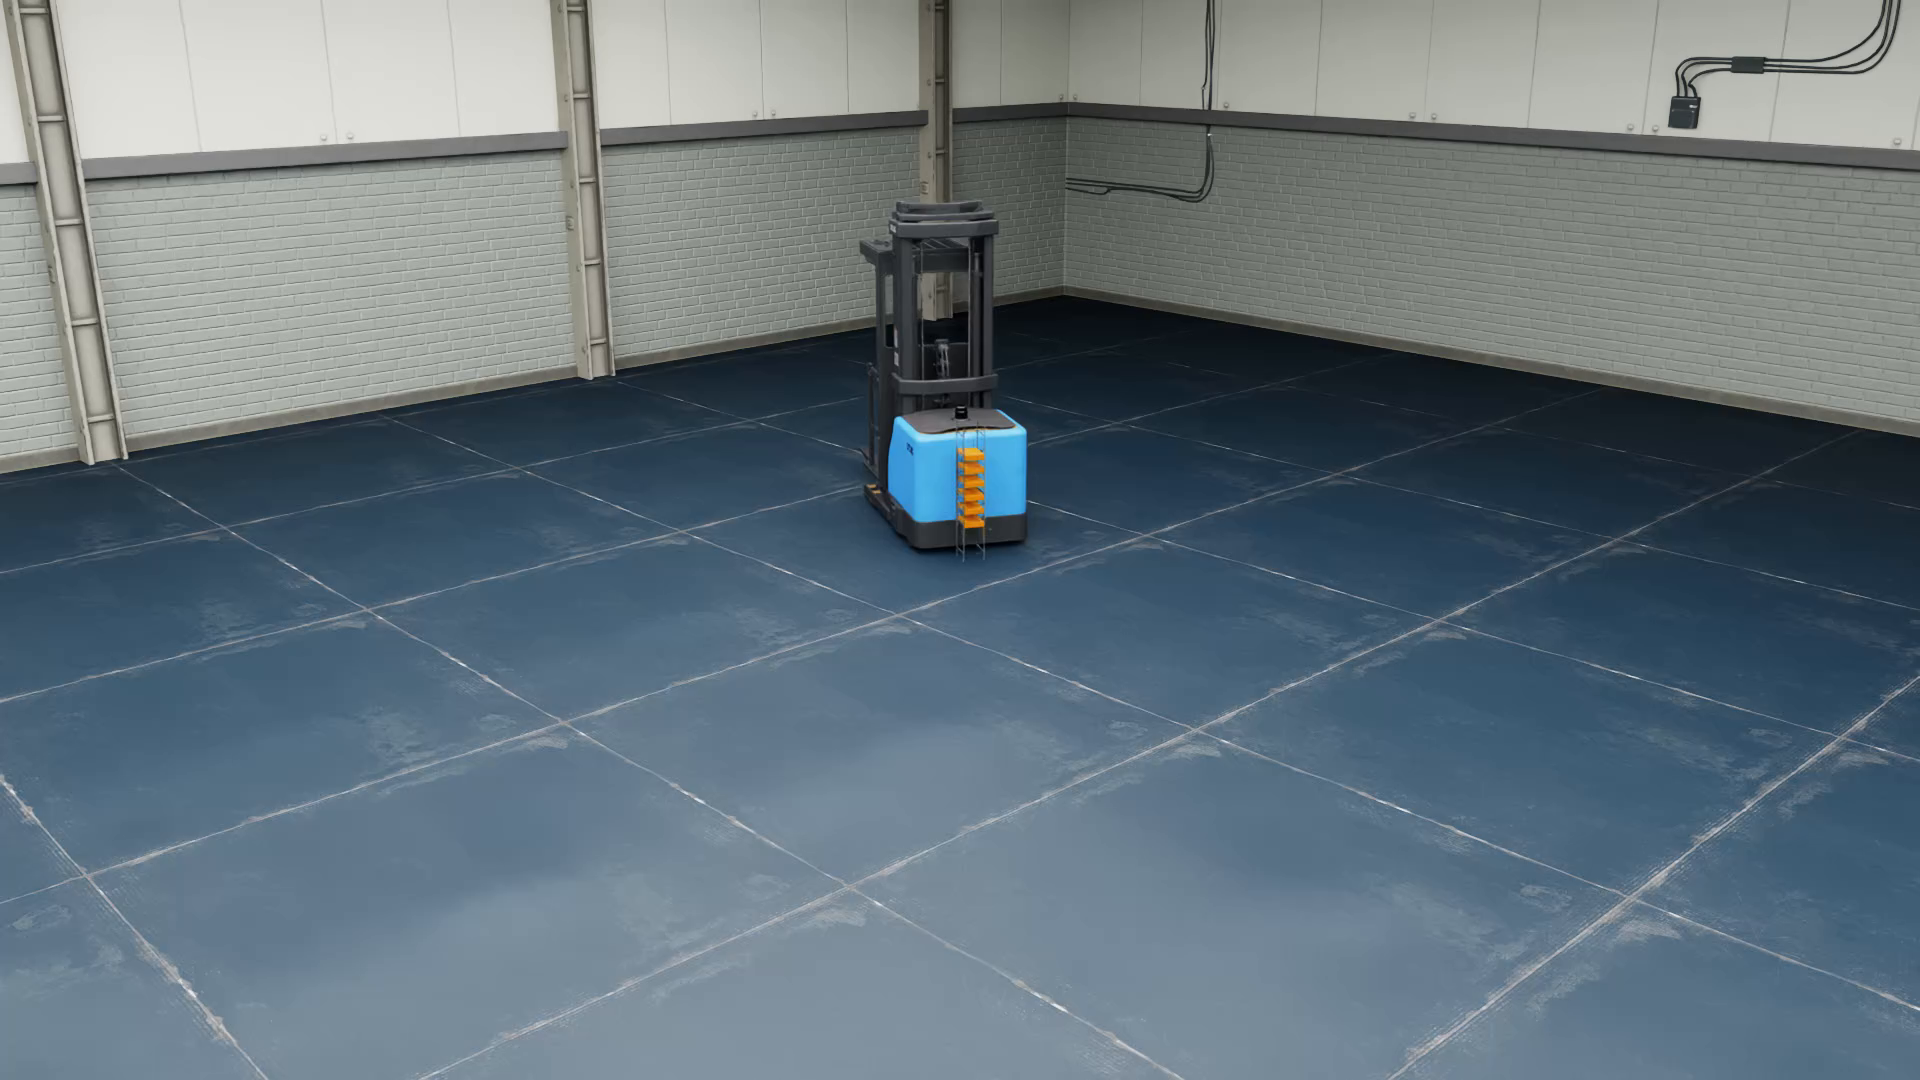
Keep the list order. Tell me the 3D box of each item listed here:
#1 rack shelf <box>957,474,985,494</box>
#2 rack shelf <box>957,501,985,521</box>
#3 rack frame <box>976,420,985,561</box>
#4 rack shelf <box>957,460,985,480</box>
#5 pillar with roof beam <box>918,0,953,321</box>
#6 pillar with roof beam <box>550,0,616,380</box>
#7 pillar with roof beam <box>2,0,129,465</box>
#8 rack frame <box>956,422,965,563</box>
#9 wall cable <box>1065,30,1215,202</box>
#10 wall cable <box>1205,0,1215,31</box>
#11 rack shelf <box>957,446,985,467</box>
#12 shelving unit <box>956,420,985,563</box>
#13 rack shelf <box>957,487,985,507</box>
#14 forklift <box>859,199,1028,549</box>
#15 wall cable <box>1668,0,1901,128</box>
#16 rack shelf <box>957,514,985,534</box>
[{"bbox_3d":[0.091,-0.485,14.290,0.180,0.103,0.258,-5,19,-15],"label":"rack shelf"},{"bbox_3d":[0.091,-0.257,14.364,0.180,0.103,0.258,-5,19,-15],"label":"rack shelf"},{"bbox_3d":[0.179,-0.421,14.338,0.006,1.200,0.240,-5,19,-15],"label":"rack frame"},{"bbox_3d":[0.091,-0.599,14.253,0.180,0.103,0.258,-5,19,-15],"label":"rack shelf"},{"bbox_3d":[2.602,-6.718,21.114,0.400,9.000,9.100,-16,24,-41],"label":"pillar with roof beam"},{"bbox_3d":[-1.758,-5.447,17.193,0.400,9.000,9.100,-16,24,-41],"label":"pillar with roof beam"},{"bbox_3d":[-6.117,-4.175,13.272,0.400,9.000,9.100,-16,24,-41],"label":"pillar with roof beam"},{"bbox_3d":[0.003,-0.405,14.290,0.006,1.200,0.240,-5,19,-15],"label":"rack frame"},{"bbox_3d":[2.693,-6.534,25.580,0.112,2.526,3.097,-16,24,-41],"label":"wall cable"},{"bbox_3d":[4.552,-8.330,22.931,0.112,2.526,3.097,-16,24,-41],"label":"wall cable"},{"bbox_3d":[0.091,-0.713,14.216,0.180,0.103,0.258,-5,19,-15],"label":"rack shelf"},{"bbox_3d":[0.091,-0.413,14.314,0.189,1.200,0.258,-5,19,-15],"label":"shelving unit"},{"bbox_3d":[0.091,-0.371,14.327,0.180,0.103,0.258,-5,19,-15],"label":"rack shelf"},{"bbox_3d":[-0.299,-1.736,15.586,1.130,2.935,3.031,-5,19,-15],"label":"forklift"},{"bbox_3d":[9.204,-7.498,18.005,0.169,6.003,2.305,-16,24,-41],"label":"wall cable"},{"bbox_3d":[0.091,-0.143,14.401,0.180,0.103,0.258,-5,19,-15],"label":"rack shelf"}]
